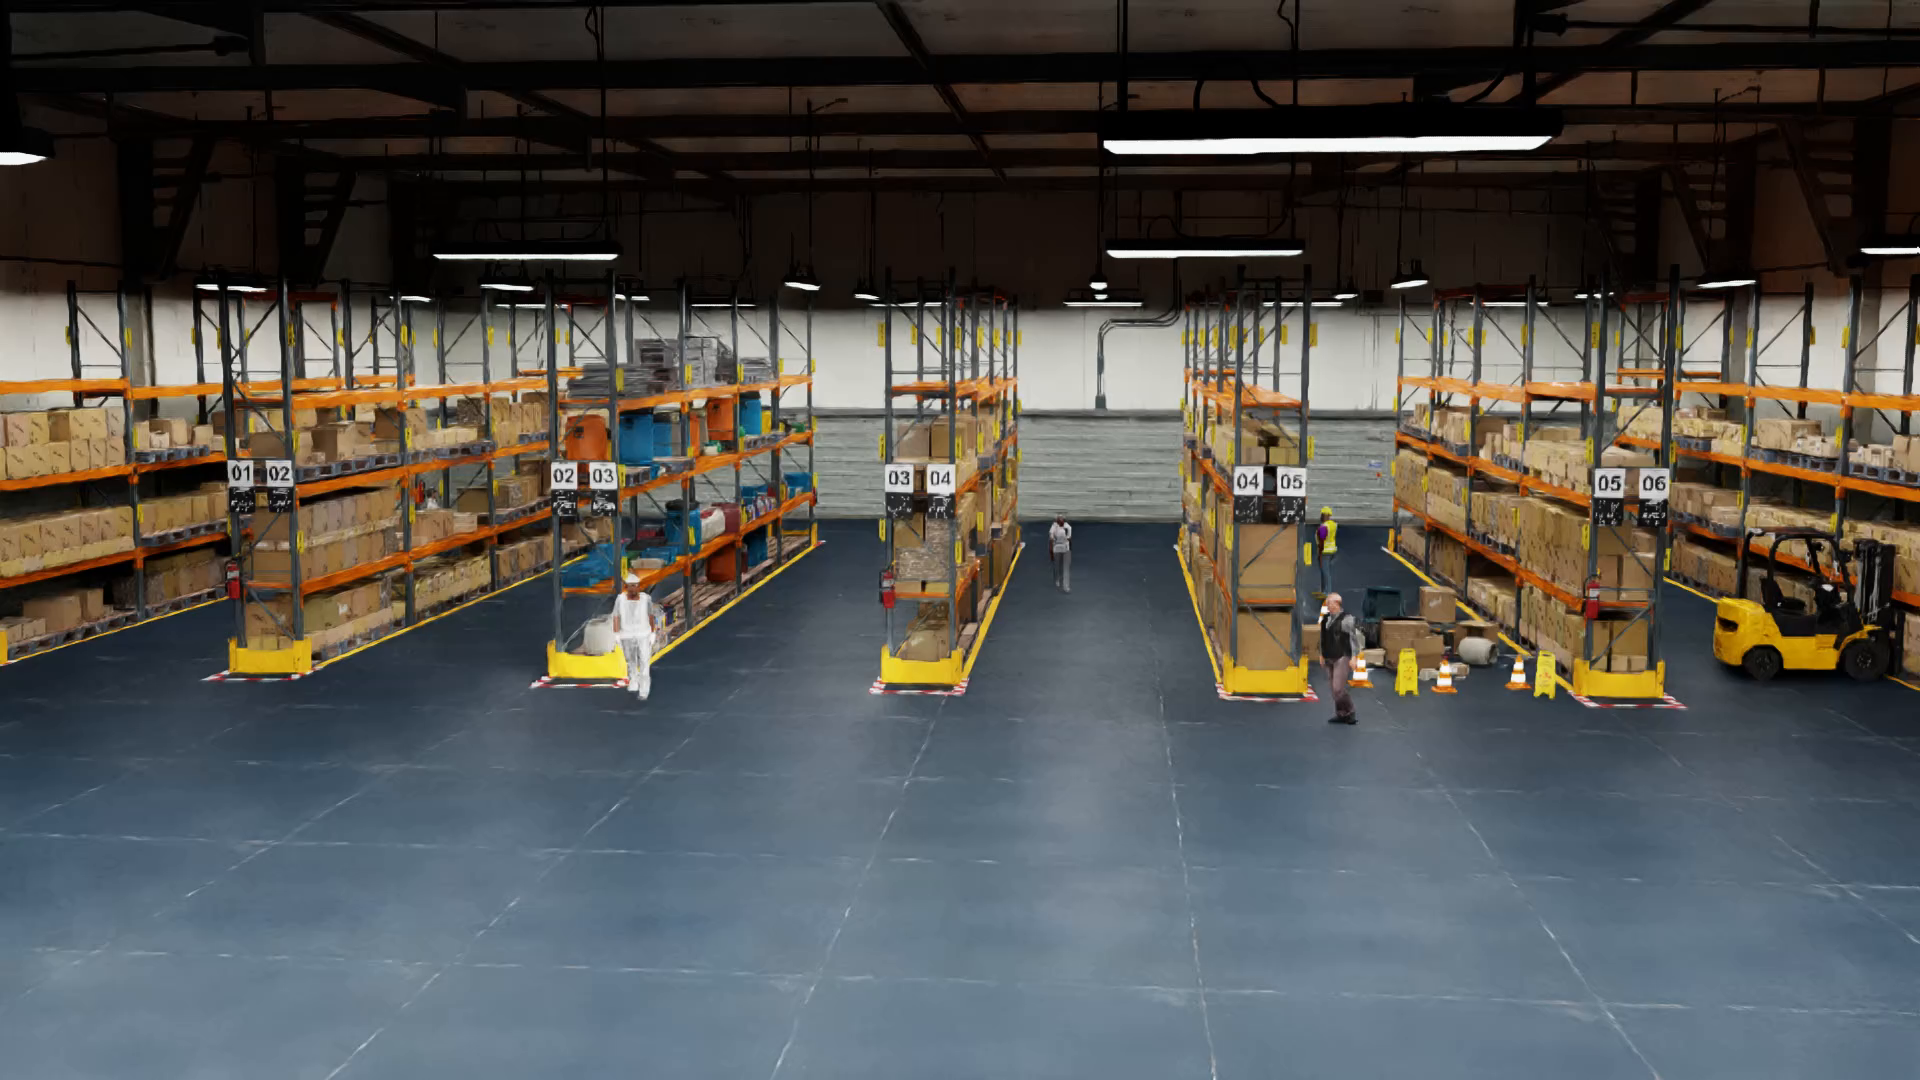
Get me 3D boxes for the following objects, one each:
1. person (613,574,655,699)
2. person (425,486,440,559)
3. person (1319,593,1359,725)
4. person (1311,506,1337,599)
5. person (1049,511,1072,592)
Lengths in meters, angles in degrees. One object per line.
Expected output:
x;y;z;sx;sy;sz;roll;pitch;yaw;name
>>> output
-4.546;1.329;23.166;0.554;1.723;1.029;0;7;-3;person
-11.764;-0.362;37.198;0.436;1.680;0.546;-2;7;-18;person
4.907;1.537;21.565;0.455;1.707;0.631;-4;8;-32;person
6.976;0.233;31.970;0.497;1.765;0.625;5;8;35;person
1.988;0.207;32.875;0.455;1.588;1.089;0;7;3;person
